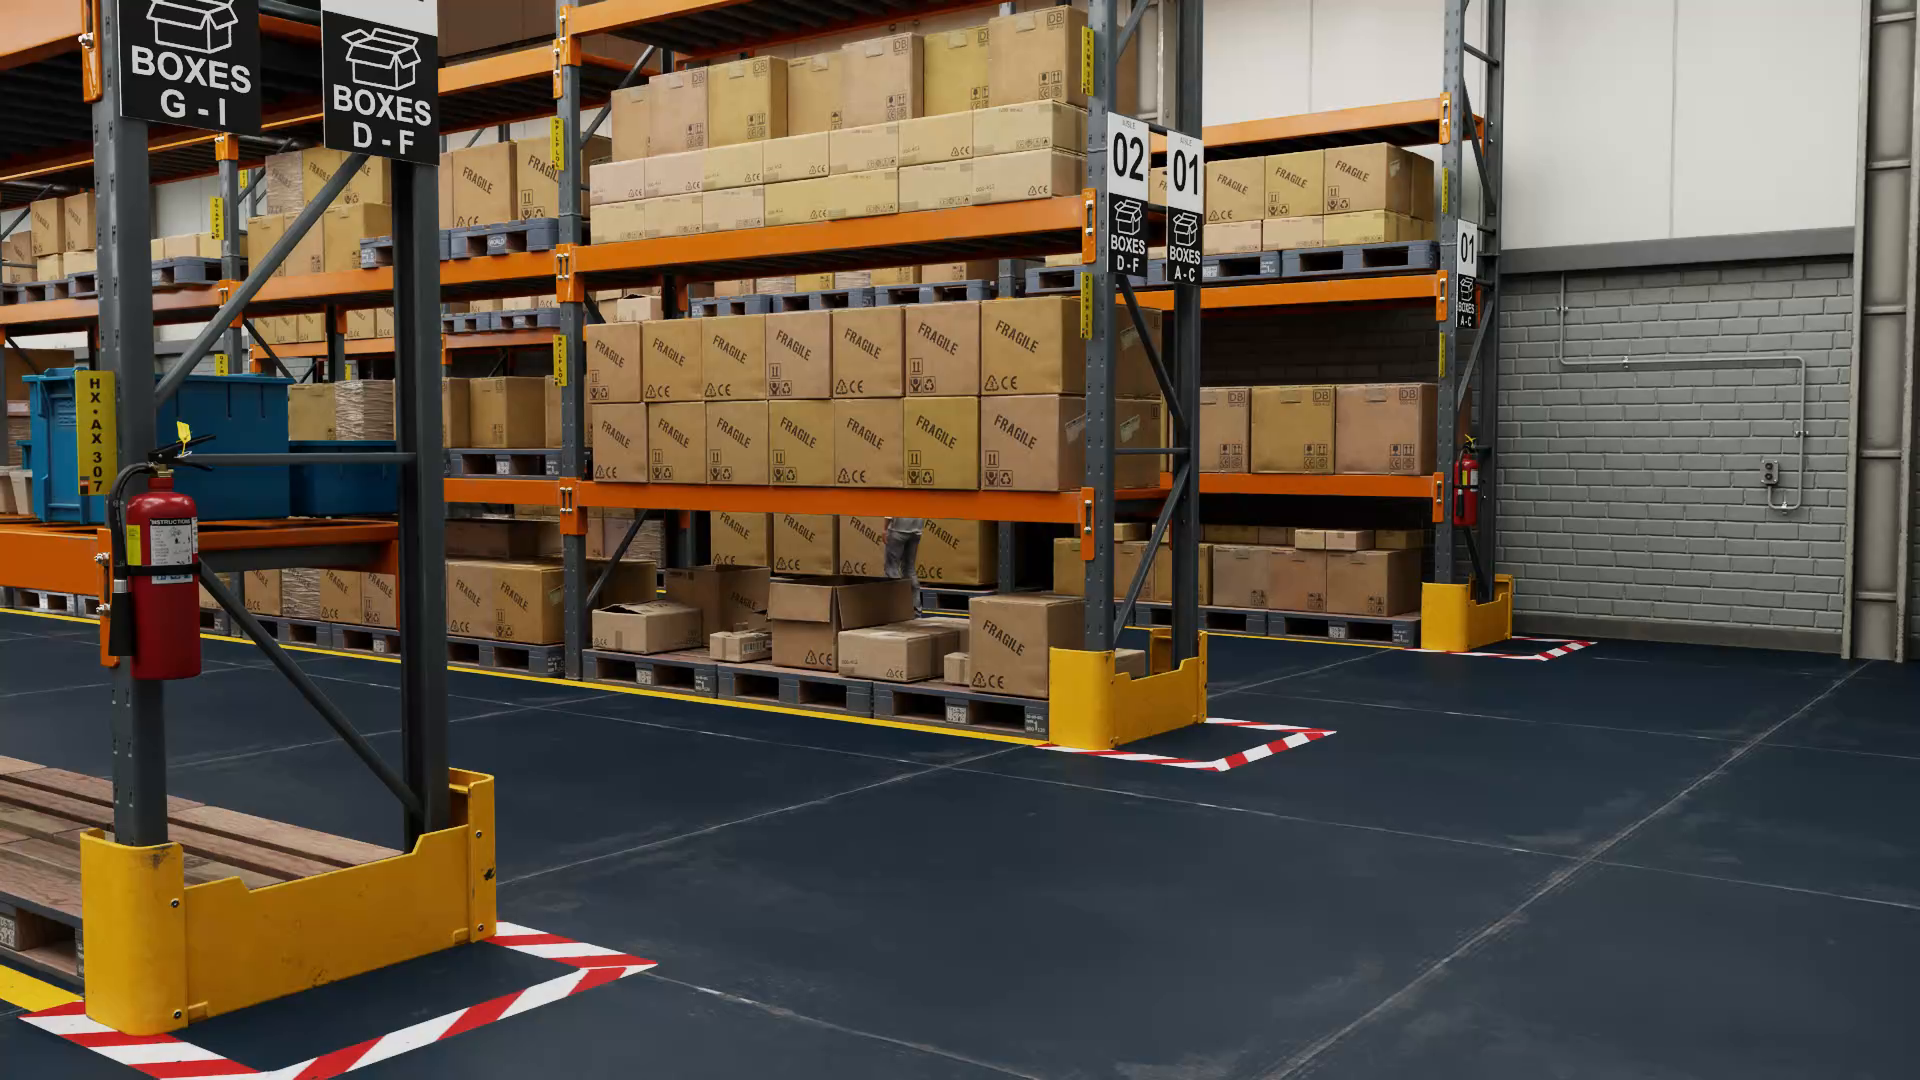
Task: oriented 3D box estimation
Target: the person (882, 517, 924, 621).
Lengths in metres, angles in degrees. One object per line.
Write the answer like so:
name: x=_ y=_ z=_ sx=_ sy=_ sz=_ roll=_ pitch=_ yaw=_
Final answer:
person: x=-0.506 y=-0.072 z=14.206 sx=0.371 sy=1.580 sz=0.459 roll=3 pitch=4 yaw=36
